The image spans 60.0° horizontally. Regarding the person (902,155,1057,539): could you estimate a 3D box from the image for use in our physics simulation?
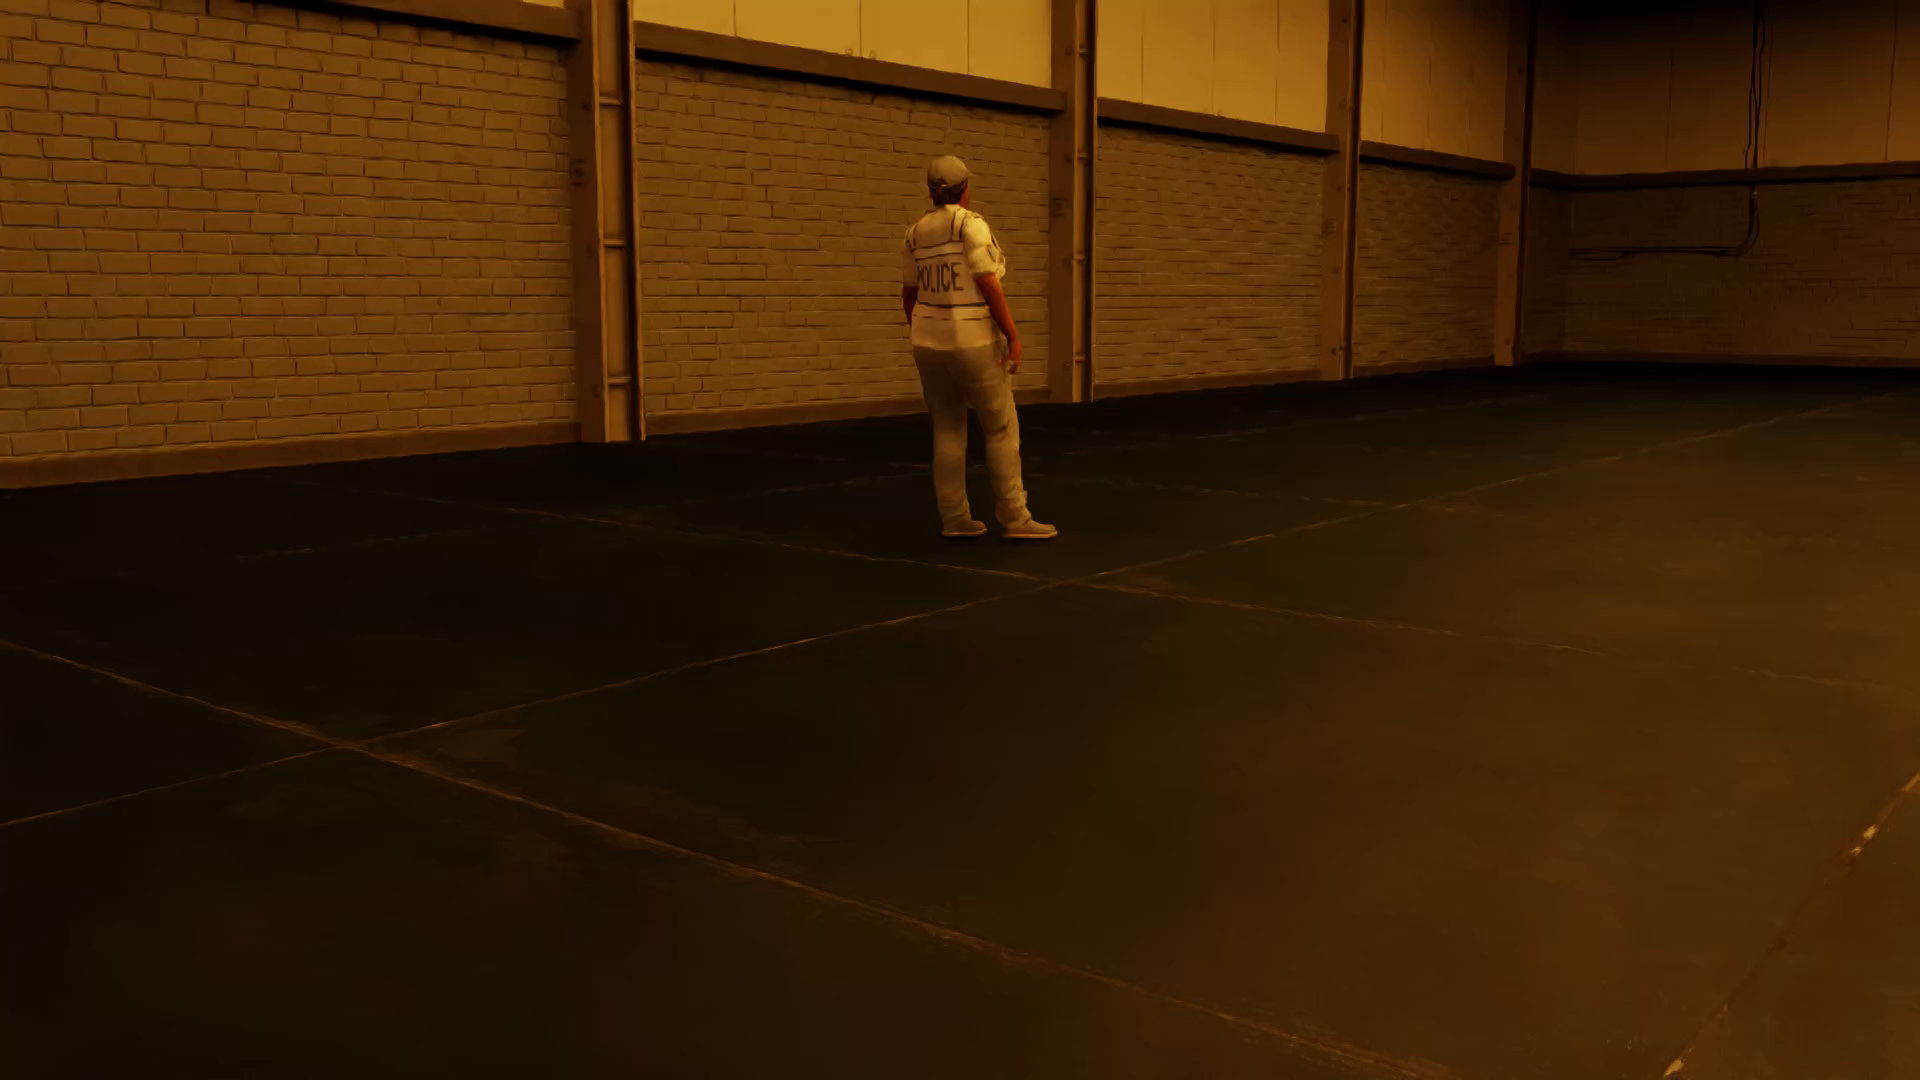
[{"bbox_3d":[0.066,-0.838,7.328,0.598,1.669,0.529,7,11,38],"label":"person"}]
